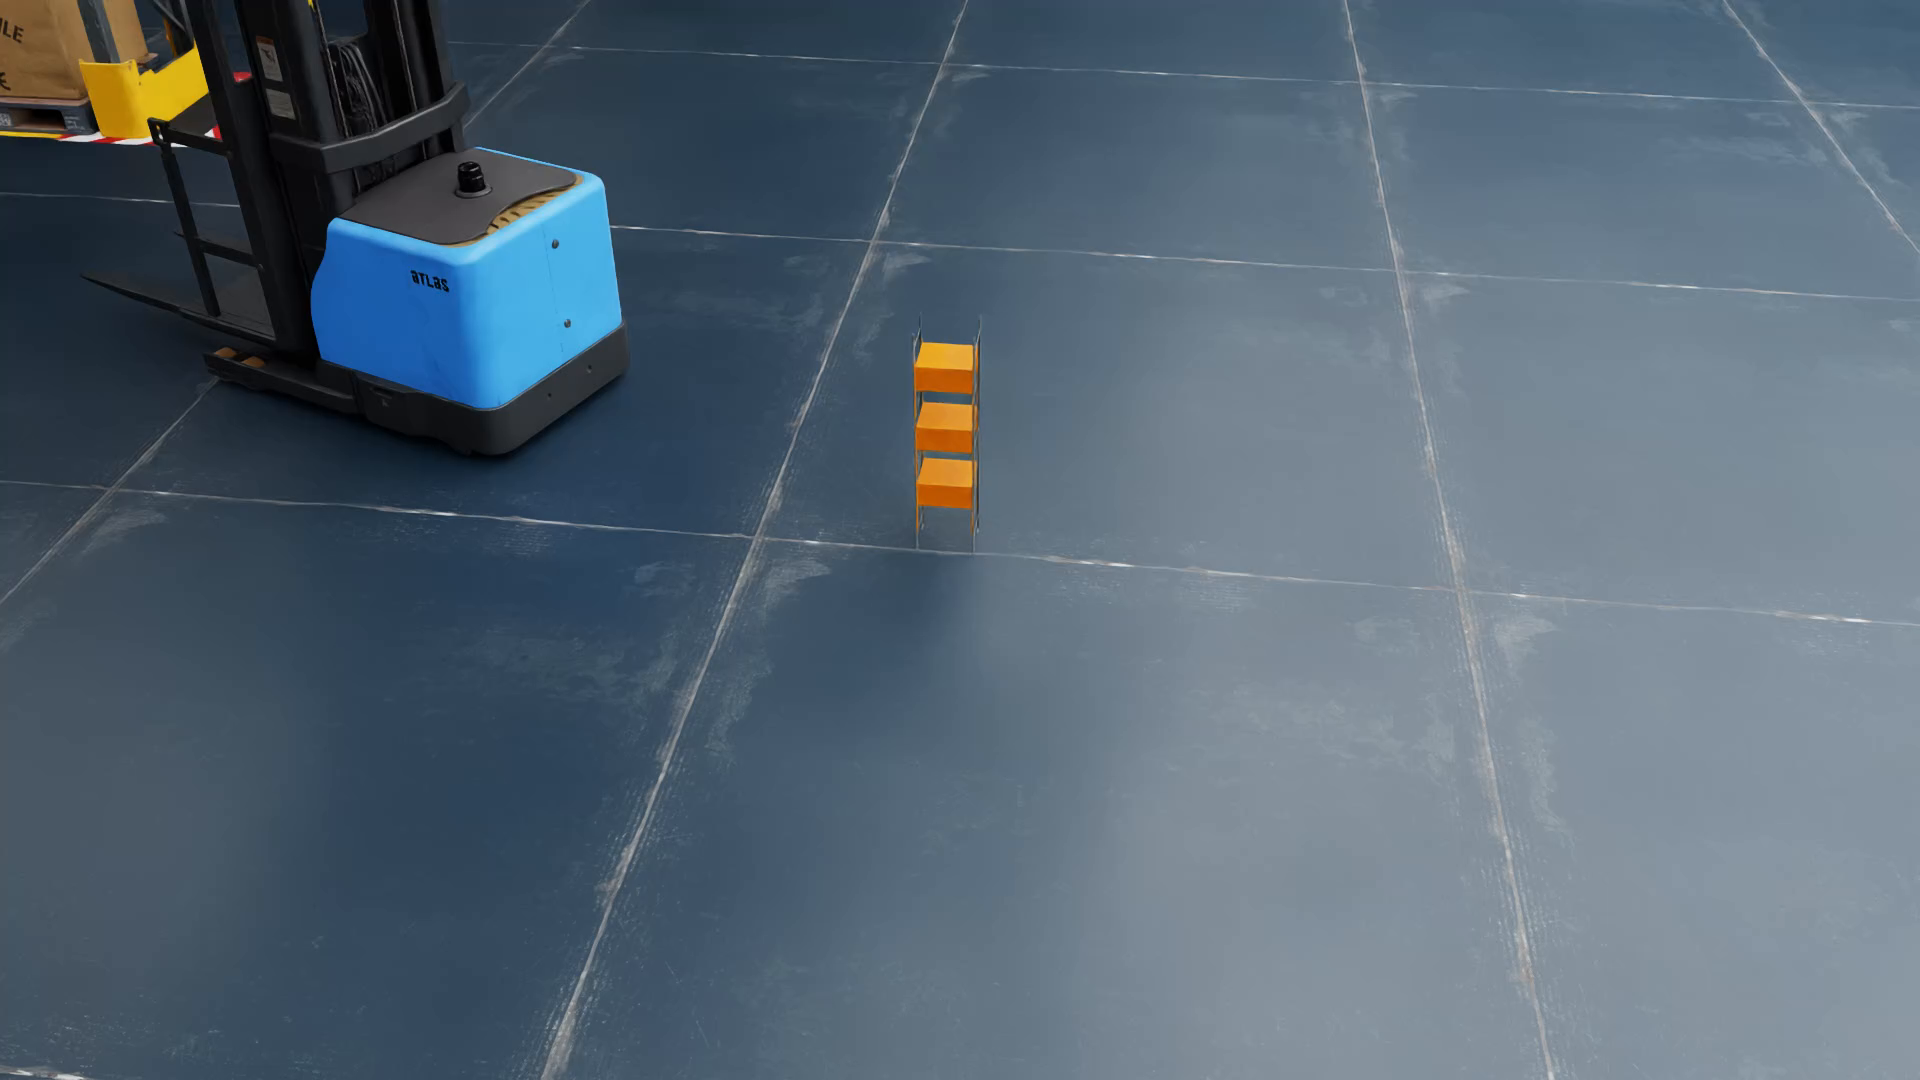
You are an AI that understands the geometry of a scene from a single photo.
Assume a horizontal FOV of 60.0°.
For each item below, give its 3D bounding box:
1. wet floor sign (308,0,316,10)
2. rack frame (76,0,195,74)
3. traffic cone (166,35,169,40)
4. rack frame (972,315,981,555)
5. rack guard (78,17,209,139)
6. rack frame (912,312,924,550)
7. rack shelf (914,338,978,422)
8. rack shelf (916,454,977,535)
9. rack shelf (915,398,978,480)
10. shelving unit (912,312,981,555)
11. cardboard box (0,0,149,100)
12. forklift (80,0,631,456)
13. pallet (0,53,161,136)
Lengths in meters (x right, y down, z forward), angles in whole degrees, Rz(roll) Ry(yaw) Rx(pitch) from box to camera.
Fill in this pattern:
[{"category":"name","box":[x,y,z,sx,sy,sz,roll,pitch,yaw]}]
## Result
[{"category":"wet floor sign","box":[-5.195,-4.389,12.844,0.232,0.644,0.267,-2,36,-2]},{"category":"rack frame","box":[-5.476,-4.208,10.564,0.127,3.000,1.000,4,36,6]},{"category":"traffic cone","box":[-5.822,-4.033,12.503,0.334,0.463,0.336,4,36,6]},{"category":"rack frame","box":[0.068,-0.422,6.938,0.008,1.050,0.200,4,36,6]},{"category":"rack guard","box":[-5.452,-3.189,11.288,0.348,0.500,1.175,4,36,6]},{"category":"rack frame","box":[-0.174,-0.440,6.963,0.008,1.050,0.200,4,36,6]},{"category":"rack shelf","box":[-0.053,-0.654,6.792,0.240,0.259,0.215,4,36,6]},{"category":"rack shelf","box":[-0.053,-0.196,7.118,0.240,0.259,0.215,4,36,6]},{"category":"rack shelf","box":[-0.053,-0.423,6.957,0.240,0.259,0.215,4,36,6]},{"category":"shelving unit","box":[-0.053,-0.431,6.951,0.252,1.050,0.215,4,36,6]},{"category":"cardboard box","box":[-6.157,-3.527,11.077,0.875,0.875,0.875,4,36,6]},{"category":"forklift","box":[-3.201,-2.188,7.793,3.031,2.935,1.130,17,39,23]},{"category":"pallet","box":[-6.279,-3.087,11.394,1.213,0.211,1.003,4,36,6]}]
